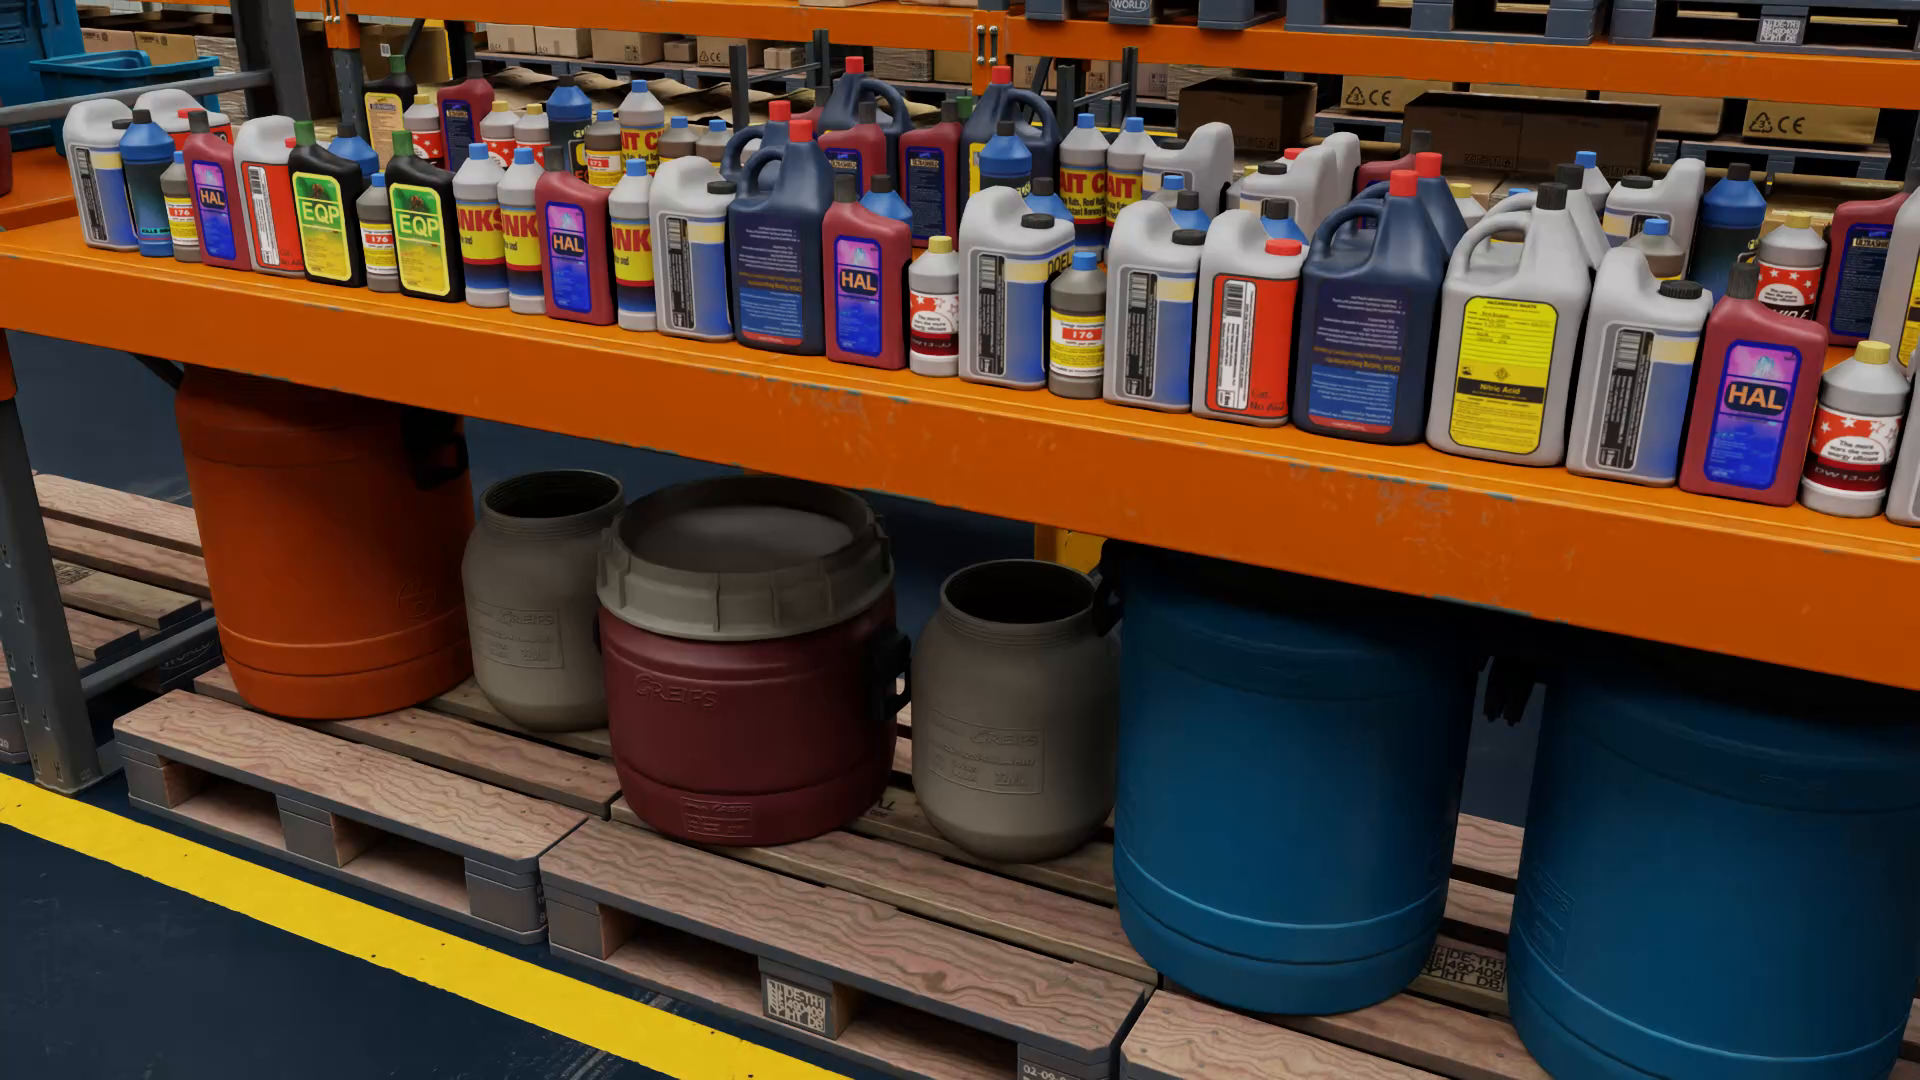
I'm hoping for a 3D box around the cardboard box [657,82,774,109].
[{"bbox_3d":[-1.365,-2.348,9.200,0.500,0.311,0.500,11,25,24],"label":"cardboard box"}]

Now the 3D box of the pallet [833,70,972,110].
[{"bbox_3d":[-0.286,-3.713,13.711,1.213,0.211,1.003,11,25,25],"label":"pallet"}]

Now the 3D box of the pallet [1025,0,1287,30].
[{"bbox_3d":[0.993,-2.513,7.571,1.003,0.211,1.213,11,25,25],"label":"pallet"}]

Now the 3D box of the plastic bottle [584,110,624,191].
[{"bbox_3d":[-0.767,-0.834,3.632,0.097,0.201,0.097,0,23,0],"label":"plastic bottle"}]

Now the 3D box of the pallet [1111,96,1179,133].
[{"bbox_3d":[1.891,-3.282,12.698,1.213,0.211,1.003,11,25,25],"label":"pallet"}]

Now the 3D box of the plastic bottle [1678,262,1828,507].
[{"bbox_3d":[0.963,-0.188,2.009,0.133,0.283,0.061,11,25,25],"label":"plastic bottle"}]

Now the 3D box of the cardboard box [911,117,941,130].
[{"bbox_3d":[-0.222,-1.889,8.118,0.500,0.311,0.500,12,26,26],"label":"cardboard box"}]

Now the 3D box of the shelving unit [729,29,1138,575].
[{"bbox_3d":[-0.068,-0.704,4.988,1.083,1.500,0.587,11,25,25],"label":"shelving unit"}]

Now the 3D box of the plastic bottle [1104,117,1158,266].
[{"bbox_3d":[0.322,-0.651,3.111,0.097,0.271,0.097,0,23,0],"label":"plastic bottle"}]

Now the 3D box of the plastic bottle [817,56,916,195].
[{"bbox_3d":[-0.185,-0.777,3.308,0.185,0.351,0.144,11,25,25],"label":"plastic bottle"}]

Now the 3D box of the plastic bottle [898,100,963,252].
[{"bbox_3d":[-0.052,-0.711,3.239,0.133,0.283,0.061,11,25,25],"label":"plastic bottle"}]

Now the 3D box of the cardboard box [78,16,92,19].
[{"bbox_3d":[-5.958,-3.122,10.776,0.500,0.500,0.500,11,25,25],"label":"cardboard box"}]

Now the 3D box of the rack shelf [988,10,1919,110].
[{"bbox_3d":[2.141,-2.012,7.067,4.000,0.370,1.077,11,25,25],"label":"rack shelf"}]

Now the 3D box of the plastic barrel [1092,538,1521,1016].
[{"bbox_3d":[0.578,0.285,2.892,0.708,0.901,0.600,11,25,25],"label":"plastic barrel"}]

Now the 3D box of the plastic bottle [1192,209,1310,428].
[{"bbox_3d":[0.414,-0.314,2.313,0.135,0.276,0.152,11,25,25],"label":"plastic bottle"}]

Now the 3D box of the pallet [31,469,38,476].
[{"bbox_3d":[-3.641,-0.050,5.098,1.213,0.211,1.003,11,25,25],"label":"pallet"}]

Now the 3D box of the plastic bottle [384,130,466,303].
[{"bbox_3d":[-0.924,-0.562,2.887,0.133,0.283,0.061,11,25,25],"label":"plastic bottle"}]

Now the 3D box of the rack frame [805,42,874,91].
[{"bbox_3d":[-0.982,-5.133,13.488,0.127,3.000,1.000,11,25,25],"label":"rack frame"}]

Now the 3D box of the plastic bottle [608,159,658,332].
[{"bbox_3d":[-0.520,-0.484,2.721,0.097,0.271,0.097,0,23,0],"label":"plastic bottle"}]

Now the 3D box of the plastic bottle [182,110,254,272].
[{"bbox_3d":[-1.369,-0.650,3.094,0.133,0.283,0.061,11,25,25],"label":"plastic bottle"}]

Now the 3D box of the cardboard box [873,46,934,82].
[{"bbox_3d":[-0.317,-4.061,13.599,0.500,0.500,0.700,12,26,26],"label":"cardboard box"}]

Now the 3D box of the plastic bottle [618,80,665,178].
[{"bbox_3d":[-0.681,-0.849,3.578,0.097,0.271,0.097,0,23,0],"label":"plastic bottle"}]

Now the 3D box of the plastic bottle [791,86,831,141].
[{"bbox_3d":[-0.309,-0.789,3.421,0.133,0.283,0.061,11,25,25],"label":"plastic bottle"}]

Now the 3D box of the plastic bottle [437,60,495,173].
[{"bbox_3d":[-1.123,-0.950,3.800,0.133,0.283,0.061,11,25,25],"label":"plastic bottle"}]

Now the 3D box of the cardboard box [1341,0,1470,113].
[{"bbox_3d":[3.185,-3.455,11.752,0.750,0.750,0.750,11,25,24],"label":"cardboard box"}]

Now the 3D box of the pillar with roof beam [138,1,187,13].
[{"bbox_3d":[-10.833,-8.335,13.350,0.400,9.000,9.100,11,25,25],"label":"pillar with roof beam"}]

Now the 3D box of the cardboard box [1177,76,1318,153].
[{"bbox_3d":[1.349,-2.002,7.798,0.500,0.250,0.500,12,26,27],"label":"cardboard box"}]

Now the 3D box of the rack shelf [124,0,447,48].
[{"bbox_3d":[-4.998,-3.425,10.389,4.000,0.370,1.077,11,25,25],"label":"rack shelf"}]

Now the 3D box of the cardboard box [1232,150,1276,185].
[{"bbox_3d":[1.103,-1.478,7.524,0.500,0.500,0.500,10,25,23],"label":"cardboard box"}]

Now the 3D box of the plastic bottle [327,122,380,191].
[{"bbox_3d":[-1.110,-0.628,3.058,0.097,0.271,0.097,0,23,0],"label":"plastic bottle"}]

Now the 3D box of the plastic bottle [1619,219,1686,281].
[{"bbox_3d":[1.080,-0.402,2.615,0.097,0.201,0.097,0,23,0],"label":"plastic bottle"}]

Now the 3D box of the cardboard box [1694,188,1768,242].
[{"bbox_3d":[2.919,-1.119,6.681,0.500,0.500,0.500,11,26,25],"label":"cardboard box"}]

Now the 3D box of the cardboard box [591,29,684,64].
[{"bbox_3d":[-2.834,-4.490,14.608,0.500,0.500,0.700,10,25,21],"label":"cardboard box"}]

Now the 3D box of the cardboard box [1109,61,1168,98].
[{"bbox_3d":[1.515,-3.720,12.795,0.500,0.500,0.700,11,25,24],"label":"cardboard box"}]

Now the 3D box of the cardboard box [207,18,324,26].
[{"bbox_3d":[-4.379,-3.043,10.592,0.500,0.500,0.500,11,25,25],"label":"cardboard box"}]

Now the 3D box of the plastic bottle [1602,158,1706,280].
[{"bbox_3d":[1.120,-0.483,2.711,0.135,0.276,0.152,11,25,25],"label":"plastic bottle"}]

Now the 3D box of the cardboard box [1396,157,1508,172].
[{"bbox_3d":[2.229,-1.483,7.537,0.500,0.500,0.500,10,25,23],"label":"cardboard box"}]

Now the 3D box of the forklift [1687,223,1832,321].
[{"bbox_3d":[3.024,-0.736,3.235,3.031,2.935,1.130,11,25,24],"label":"forklift"}]

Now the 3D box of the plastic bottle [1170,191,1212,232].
[{"bbox_3d":[0.333,-0.382,2.480,0.097,0.271,0.097,0,23,0],"label":"plastic bottle"}]

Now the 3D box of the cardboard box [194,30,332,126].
[{"bbox_3d":[-4.167,-2.773,9.957,0.500,0.500,0.500,11,25,25],"label":"cardboard box"}]

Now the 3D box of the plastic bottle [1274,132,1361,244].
[{"bbox_3d":[0.620,-0.582,2.944,0.135,0.276,0.152,11,25,25],"label":"plastic bottle"}]

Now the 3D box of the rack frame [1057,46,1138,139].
[{"bbox_3d":[0.378,-0.615,4.781,0.032,1.500,0.500,11,25,25],"label":"rack frame"}]

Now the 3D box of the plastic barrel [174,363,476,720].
[{"bbox_3d":[-1.438,-0.081,3.844,0.708,0.830,0.600,11,25,25],"label":"plastic barrel"}]

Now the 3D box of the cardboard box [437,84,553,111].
[{"bbox_3d":[-2.513,-2.338,9.176,0.500,0.311,0.500,11,25,24],"label":"cardboard box"}]

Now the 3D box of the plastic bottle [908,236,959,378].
[{"bbox_3d":[-0.029,-0.355,2.506,0.097,0.201,0.097,0,23,0],"label":"plastic bottle"}]

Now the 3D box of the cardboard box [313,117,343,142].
[{"bbox_3d":[-3.726,-2.336,9.887,0.500,0.250,0.500,11,25,25],"label":"cardboard box"}]

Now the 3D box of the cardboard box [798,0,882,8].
[{"bbox_3d":[-0.571,-2.643,7.953,0.250,0.149,0.380,11,25,25],"label":"cardboard box"}]
